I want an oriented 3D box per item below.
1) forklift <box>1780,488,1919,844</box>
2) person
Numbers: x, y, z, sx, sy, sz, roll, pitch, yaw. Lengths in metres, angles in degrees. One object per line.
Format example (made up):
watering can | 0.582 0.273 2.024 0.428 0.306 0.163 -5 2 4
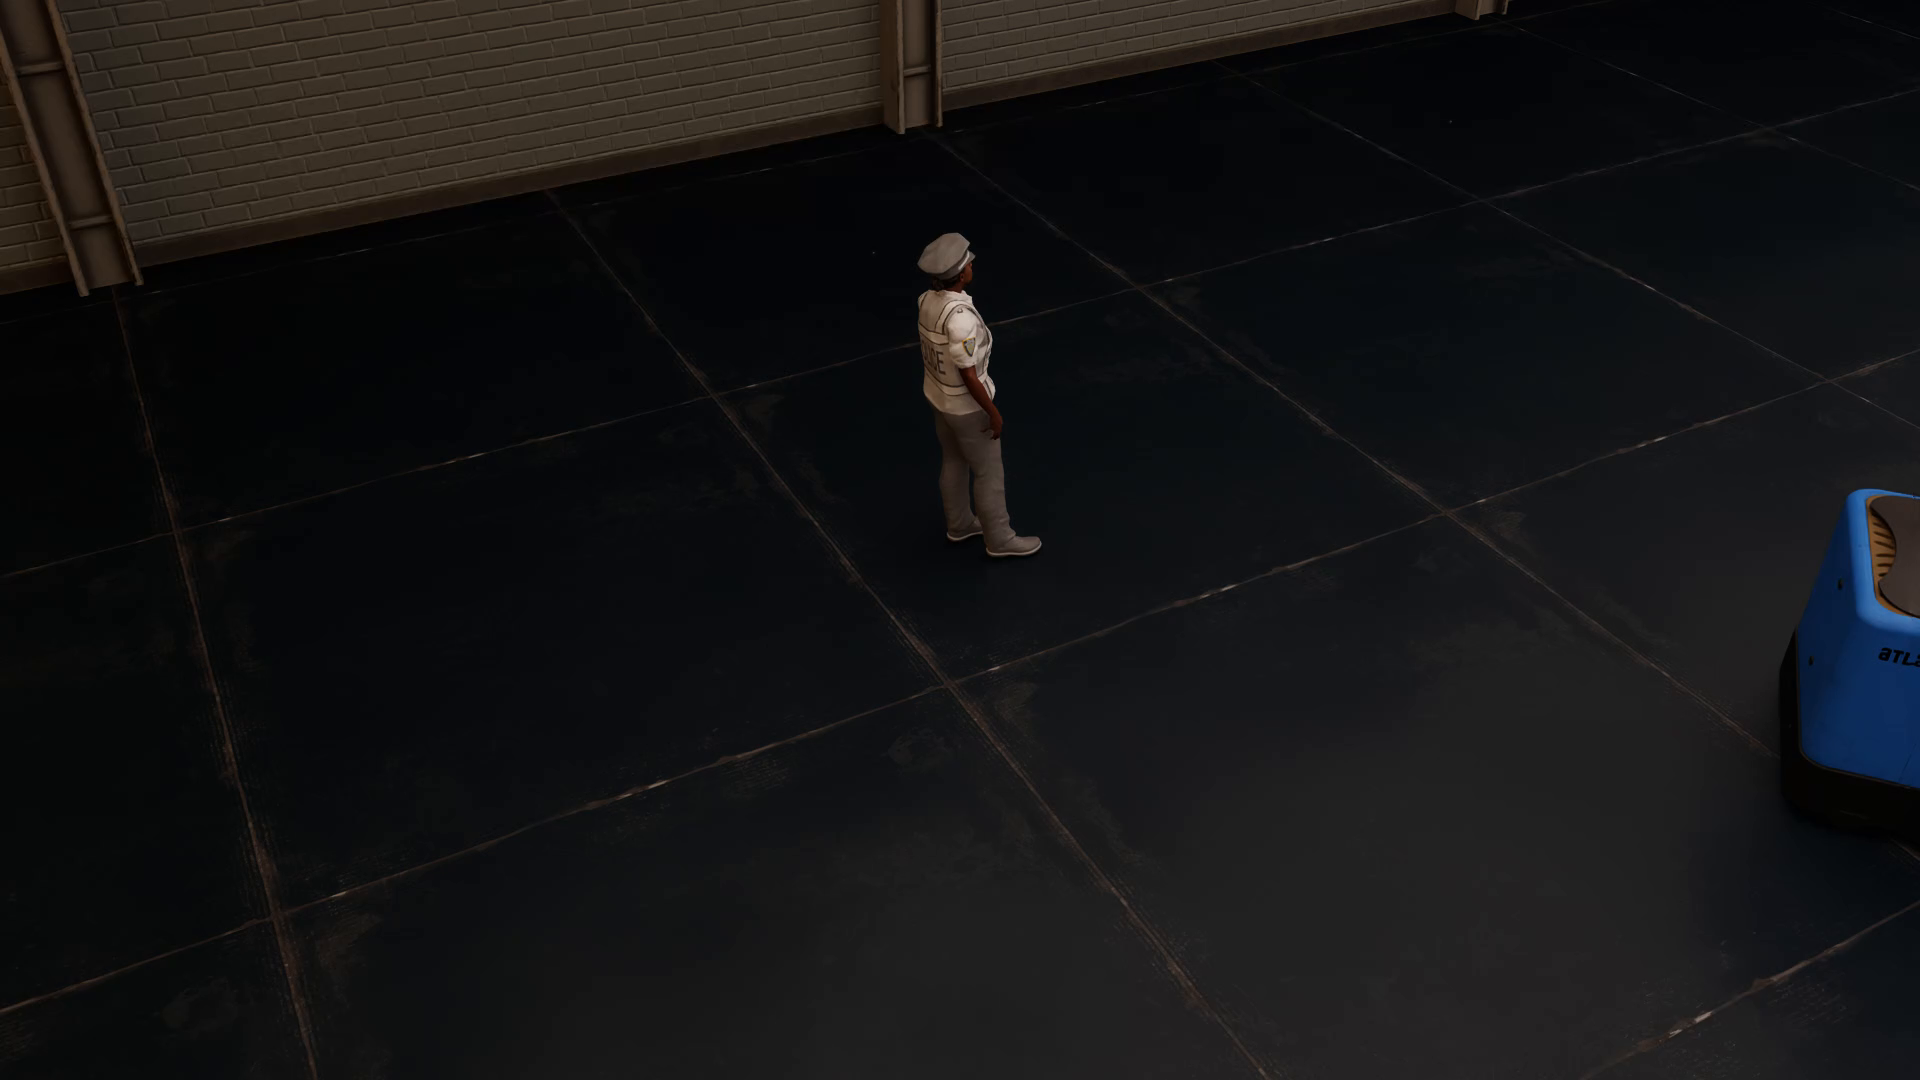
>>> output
forklift | 5.048 0.007 6.112 3.031 2.935 1.130 13 37 17
person | 0.075 -0.708 8.183 0.530 1.695 0.569 -17 39 -23
